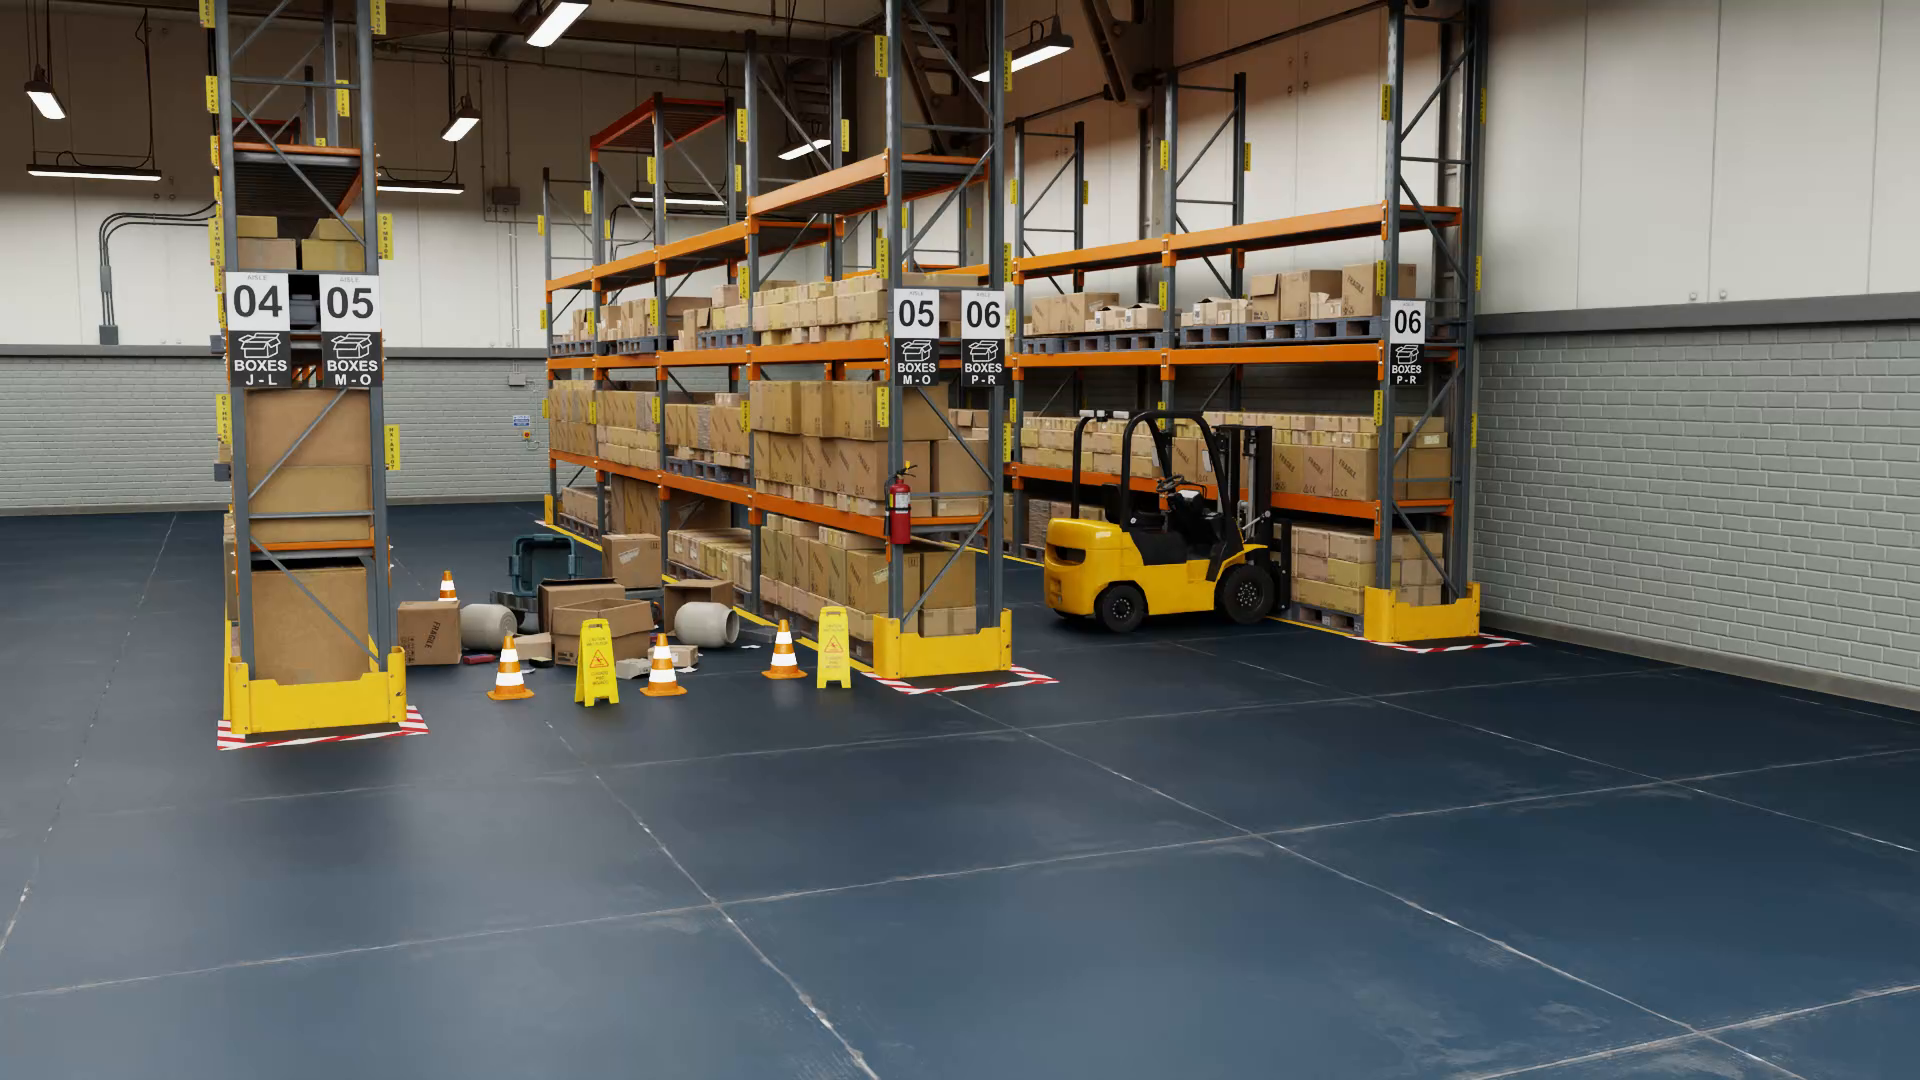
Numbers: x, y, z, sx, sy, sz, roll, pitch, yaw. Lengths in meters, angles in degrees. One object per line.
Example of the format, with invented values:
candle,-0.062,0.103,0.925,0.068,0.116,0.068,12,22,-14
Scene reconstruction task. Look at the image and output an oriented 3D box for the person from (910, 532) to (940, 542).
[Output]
person,-0.420,-0.151,18.534,0.456,1.655,0.655,-3,6,-28
